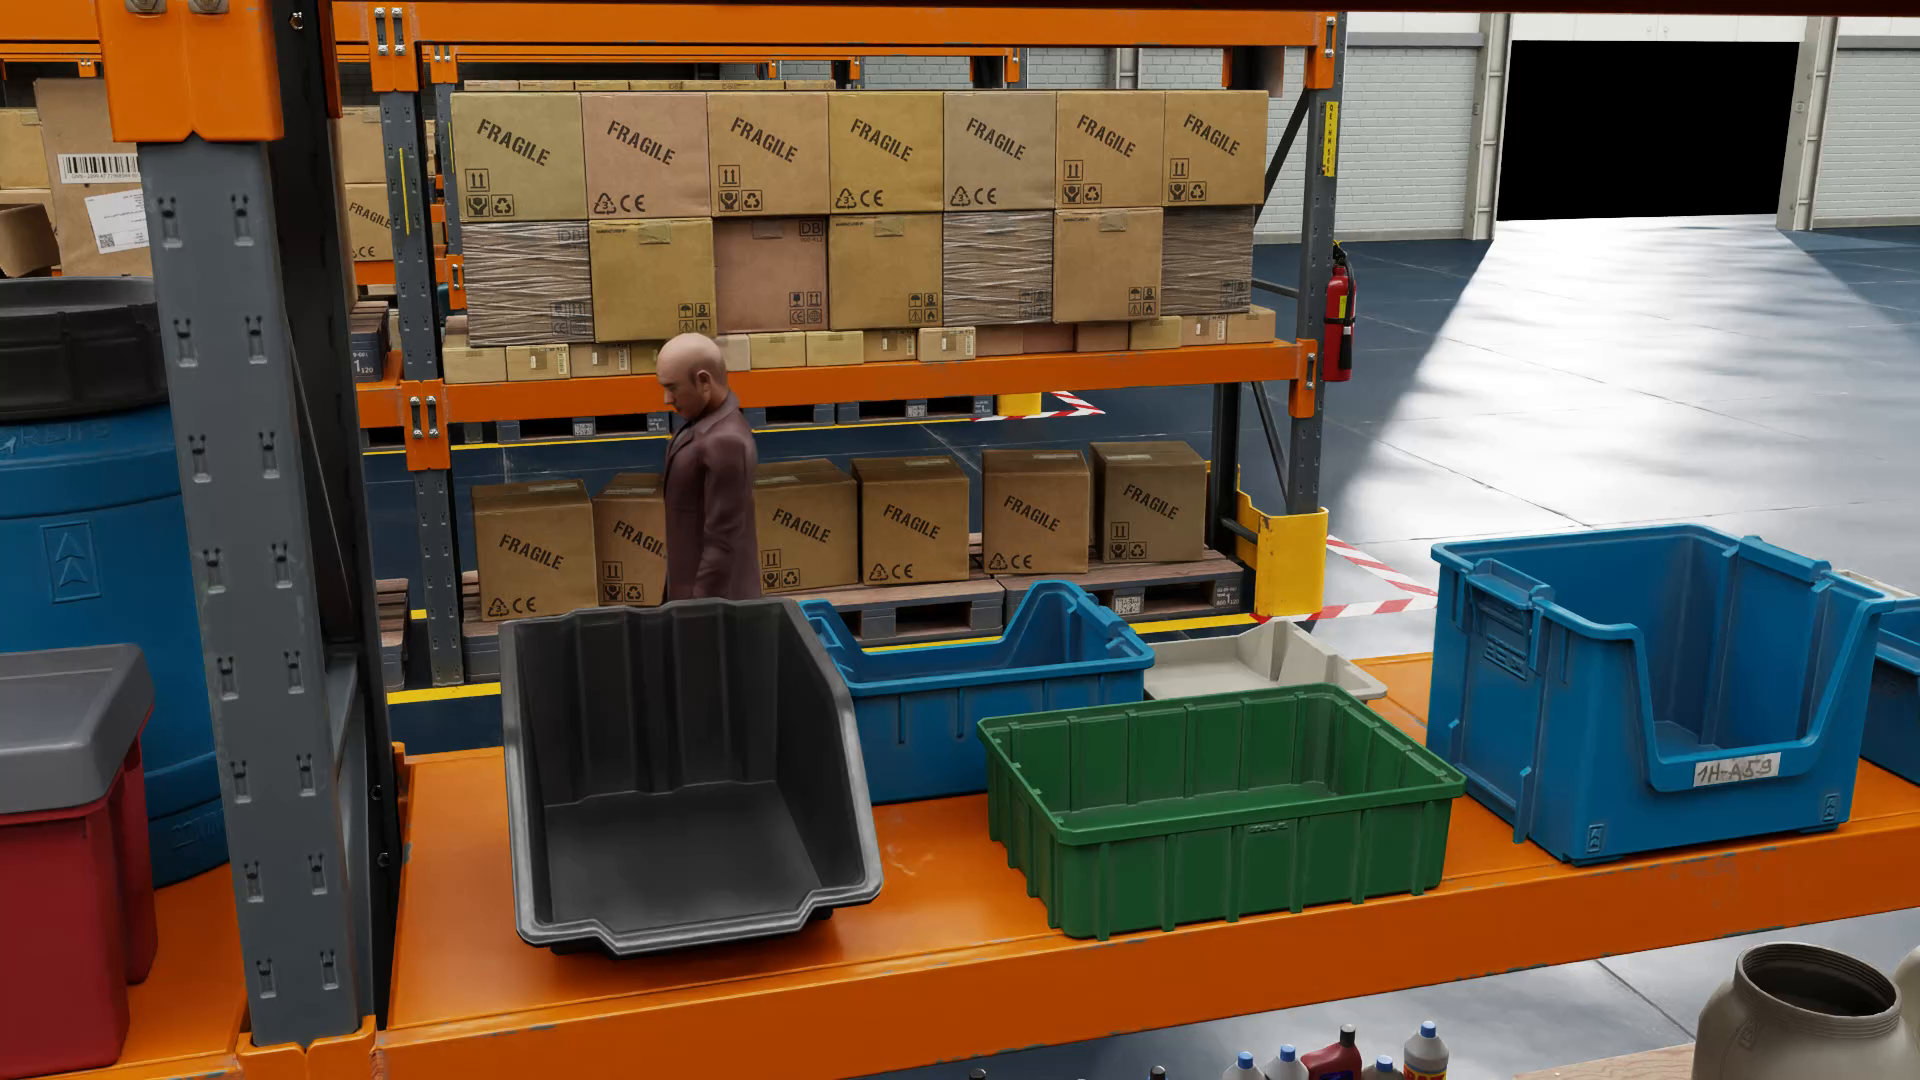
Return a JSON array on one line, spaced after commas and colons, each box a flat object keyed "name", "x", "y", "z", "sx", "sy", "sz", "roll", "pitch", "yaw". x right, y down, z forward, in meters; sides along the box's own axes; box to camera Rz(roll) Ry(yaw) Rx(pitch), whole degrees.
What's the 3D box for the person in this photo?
[{"name": "person", "x": -0.816, "y": 0.217, "z": 5.325, "sx": 0.378, "sy": 1.768, "sz": 0.567, "roll": -4, "pitch": 16, "yaw": -14}]
